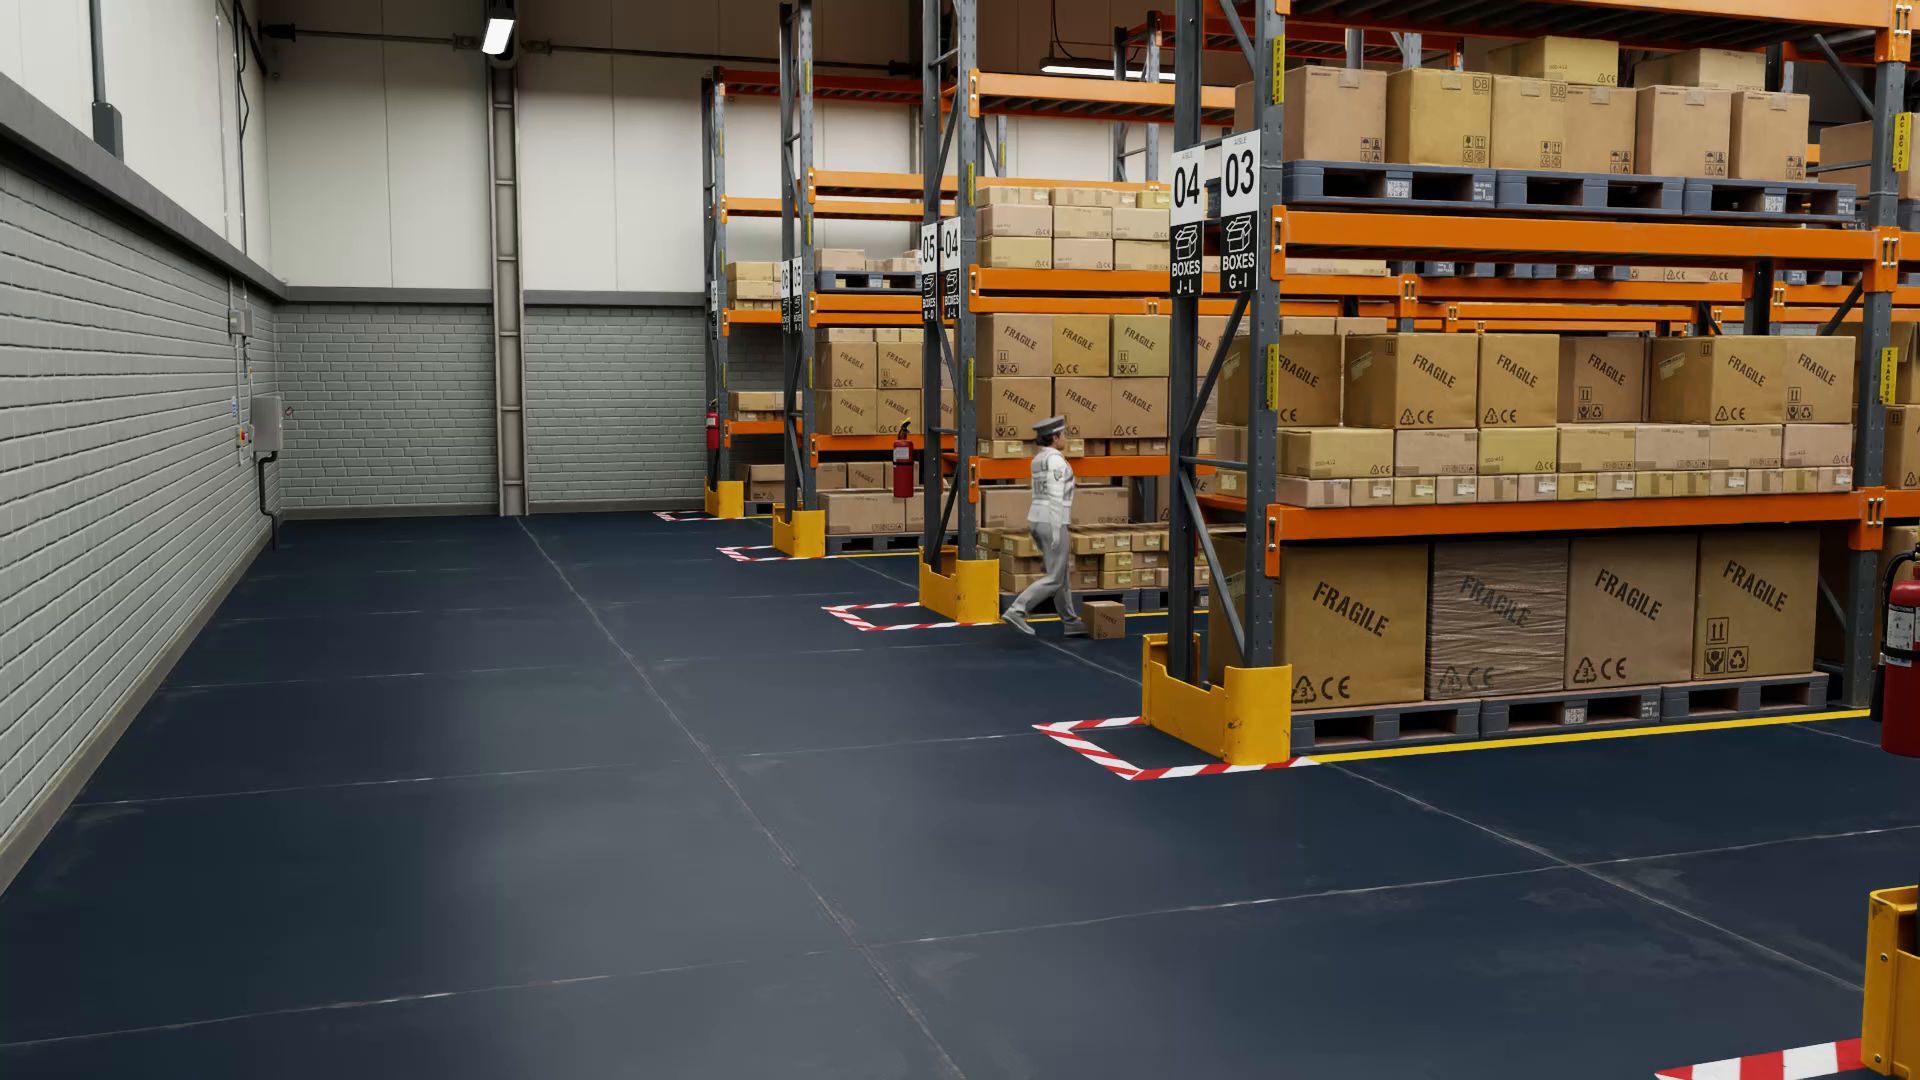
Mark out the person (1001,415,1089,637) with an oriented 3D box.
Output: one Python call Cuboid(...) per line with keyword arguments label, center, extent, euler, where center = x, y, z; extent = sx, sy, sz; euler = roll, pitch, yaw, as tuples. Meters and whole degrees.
Cuboid(label="person", center=(0.664, -0.091, 12.277), extent=(0.888, 1.655, 0.540), euler=(-2, 6, -20))
